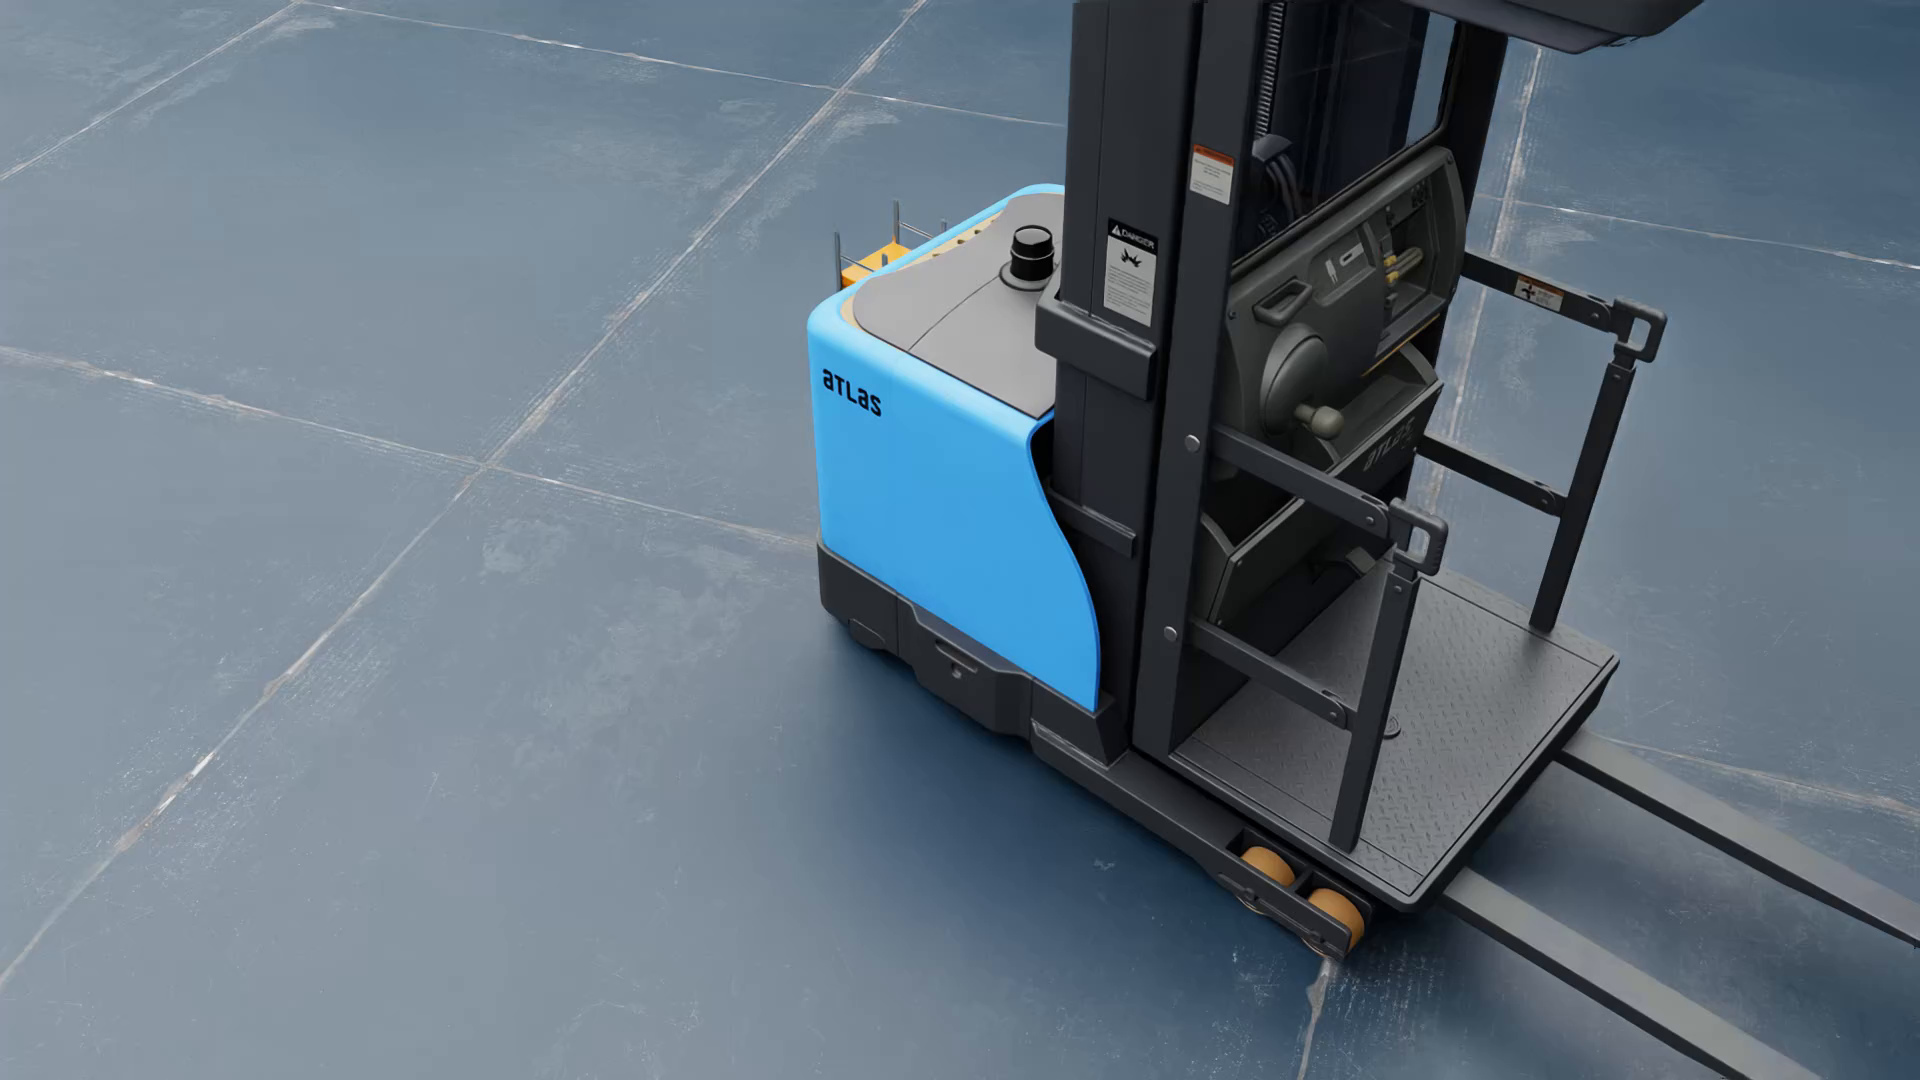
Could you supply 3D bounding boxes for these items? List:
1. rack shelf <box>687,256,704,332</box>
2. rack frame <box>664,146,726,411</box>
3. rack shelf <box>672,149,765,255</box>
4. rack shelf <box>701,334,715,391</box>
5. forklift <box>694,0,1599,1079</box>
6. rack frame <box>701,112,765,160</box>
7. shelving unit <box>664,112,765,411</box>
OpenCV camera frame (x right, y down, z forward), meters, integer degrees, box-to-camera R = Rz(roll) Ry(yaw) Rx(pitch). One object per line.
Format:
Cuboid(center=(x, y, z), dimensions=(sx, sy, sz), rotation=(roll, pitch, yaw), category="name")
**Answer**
Cuboid(center=(-0.727, -0.832, 5.423), dimensions=(0.215, 0.259, 0.240), rotation=(11, 41, 18), category="rack shelf")
Cuboid(center=(-0.771, -0.766, 5.329), dimensions=(0.200, 1.050, 0.008), rotation=(11, 41, 18), category="rack frame")
Cuboid(center=(-0.744, -1.052, 5.244), dimensions=(0.215, 0.259, 0.240), rotation=(11, 41, 18), category="rack shelf")
Cuboid(center=(-0.711, -0.617, 5.598), dimensions=(0.215, 0.259, 0.240), rotation=(11, 41, 18), category="rack shelf")
Cuboid(center=(0.386, -0.687, 3.797), dimensions=(1.130, 2.935, 3.031), rotation=(-21, 45, -23), category="forklift")
Cuboid(center=(-0.686, -0.914, 5.503), dimensions=(0.200, 1.050, 0.008), rotation=(11, 41, 18), category="rack frame")
Cuboid(center=(-0.728, -0.840, 5.416), dimensions=(0.215, 1.050, 0.252), rotation=(11, 41, 18), category="shelving unit")
